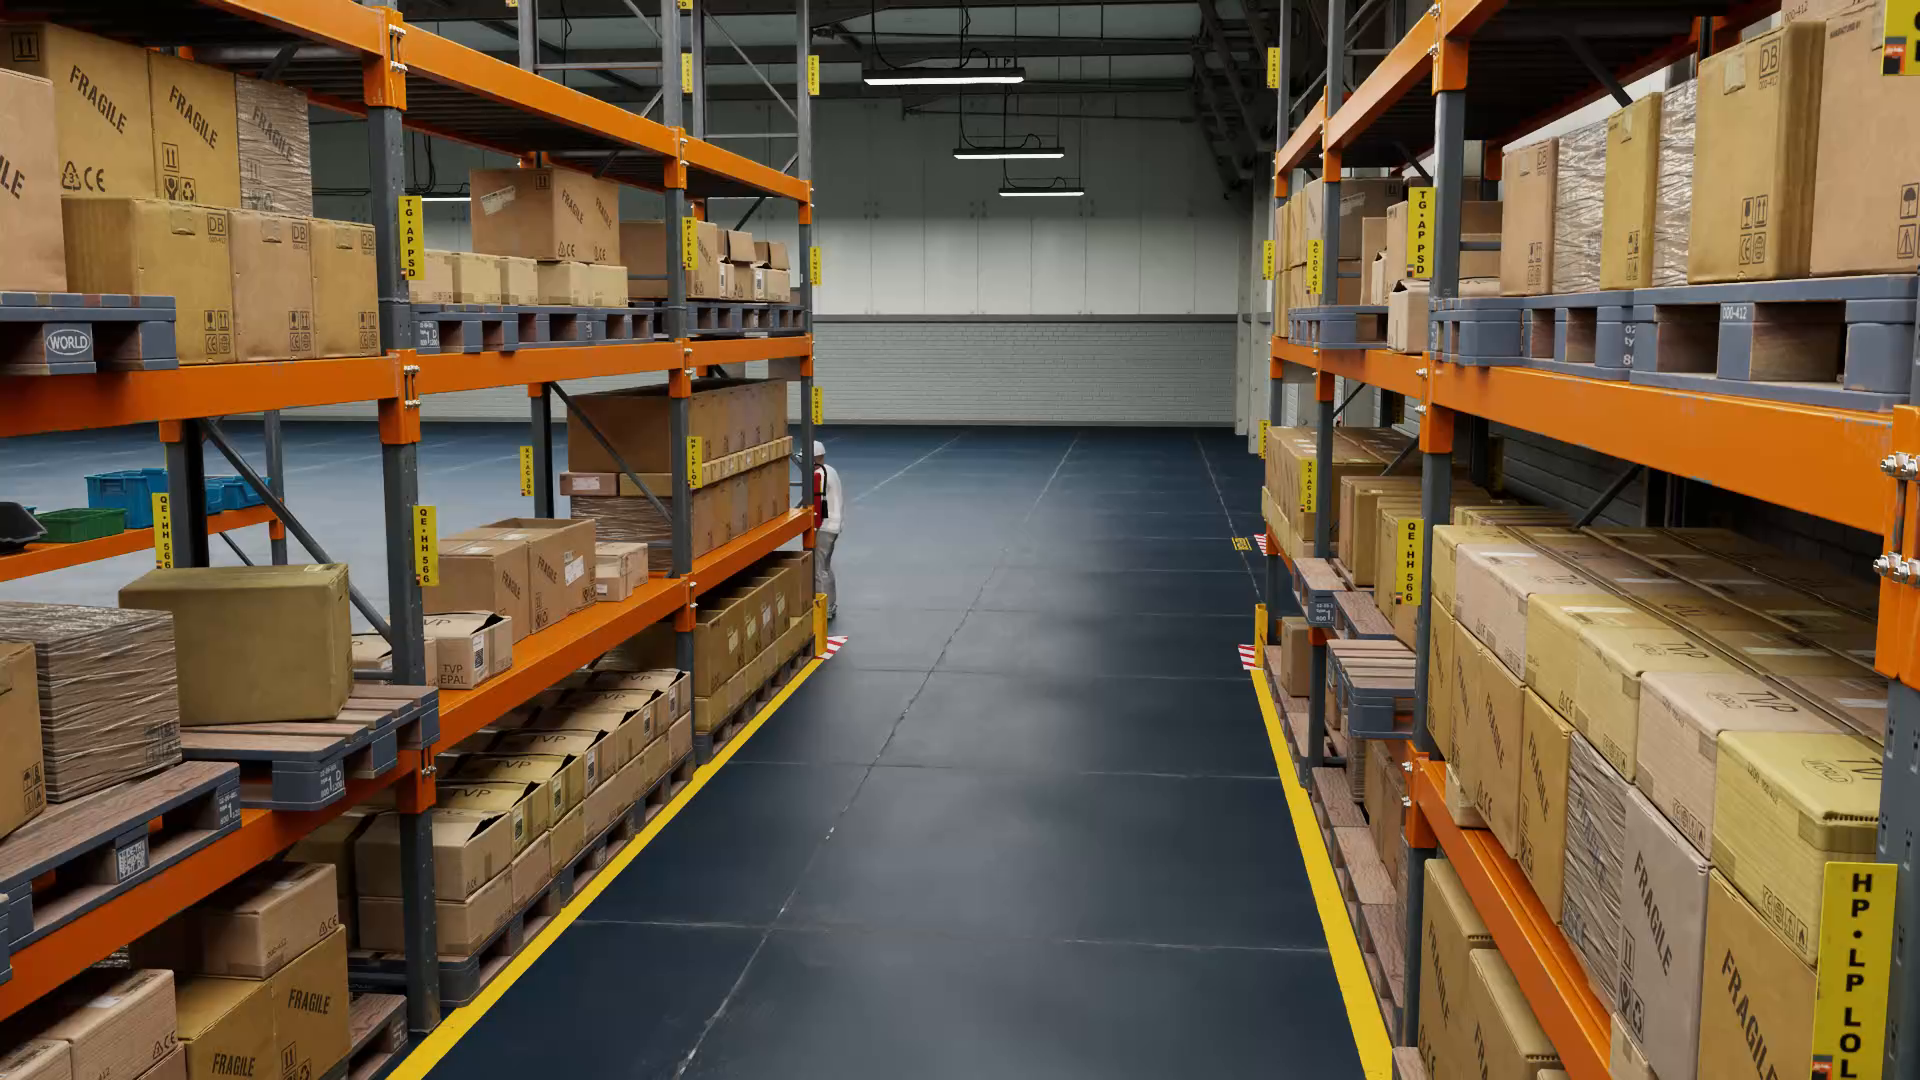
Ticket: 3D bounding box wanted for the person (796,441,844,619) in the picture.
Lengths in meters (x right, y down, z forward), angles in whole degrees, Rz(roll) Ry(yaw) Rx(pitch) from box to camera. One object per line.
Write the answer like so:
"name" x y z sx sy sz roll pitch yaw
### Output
"person" -1.384 -0.107 16.529 0.459 1.760 0.628 1 8 7
